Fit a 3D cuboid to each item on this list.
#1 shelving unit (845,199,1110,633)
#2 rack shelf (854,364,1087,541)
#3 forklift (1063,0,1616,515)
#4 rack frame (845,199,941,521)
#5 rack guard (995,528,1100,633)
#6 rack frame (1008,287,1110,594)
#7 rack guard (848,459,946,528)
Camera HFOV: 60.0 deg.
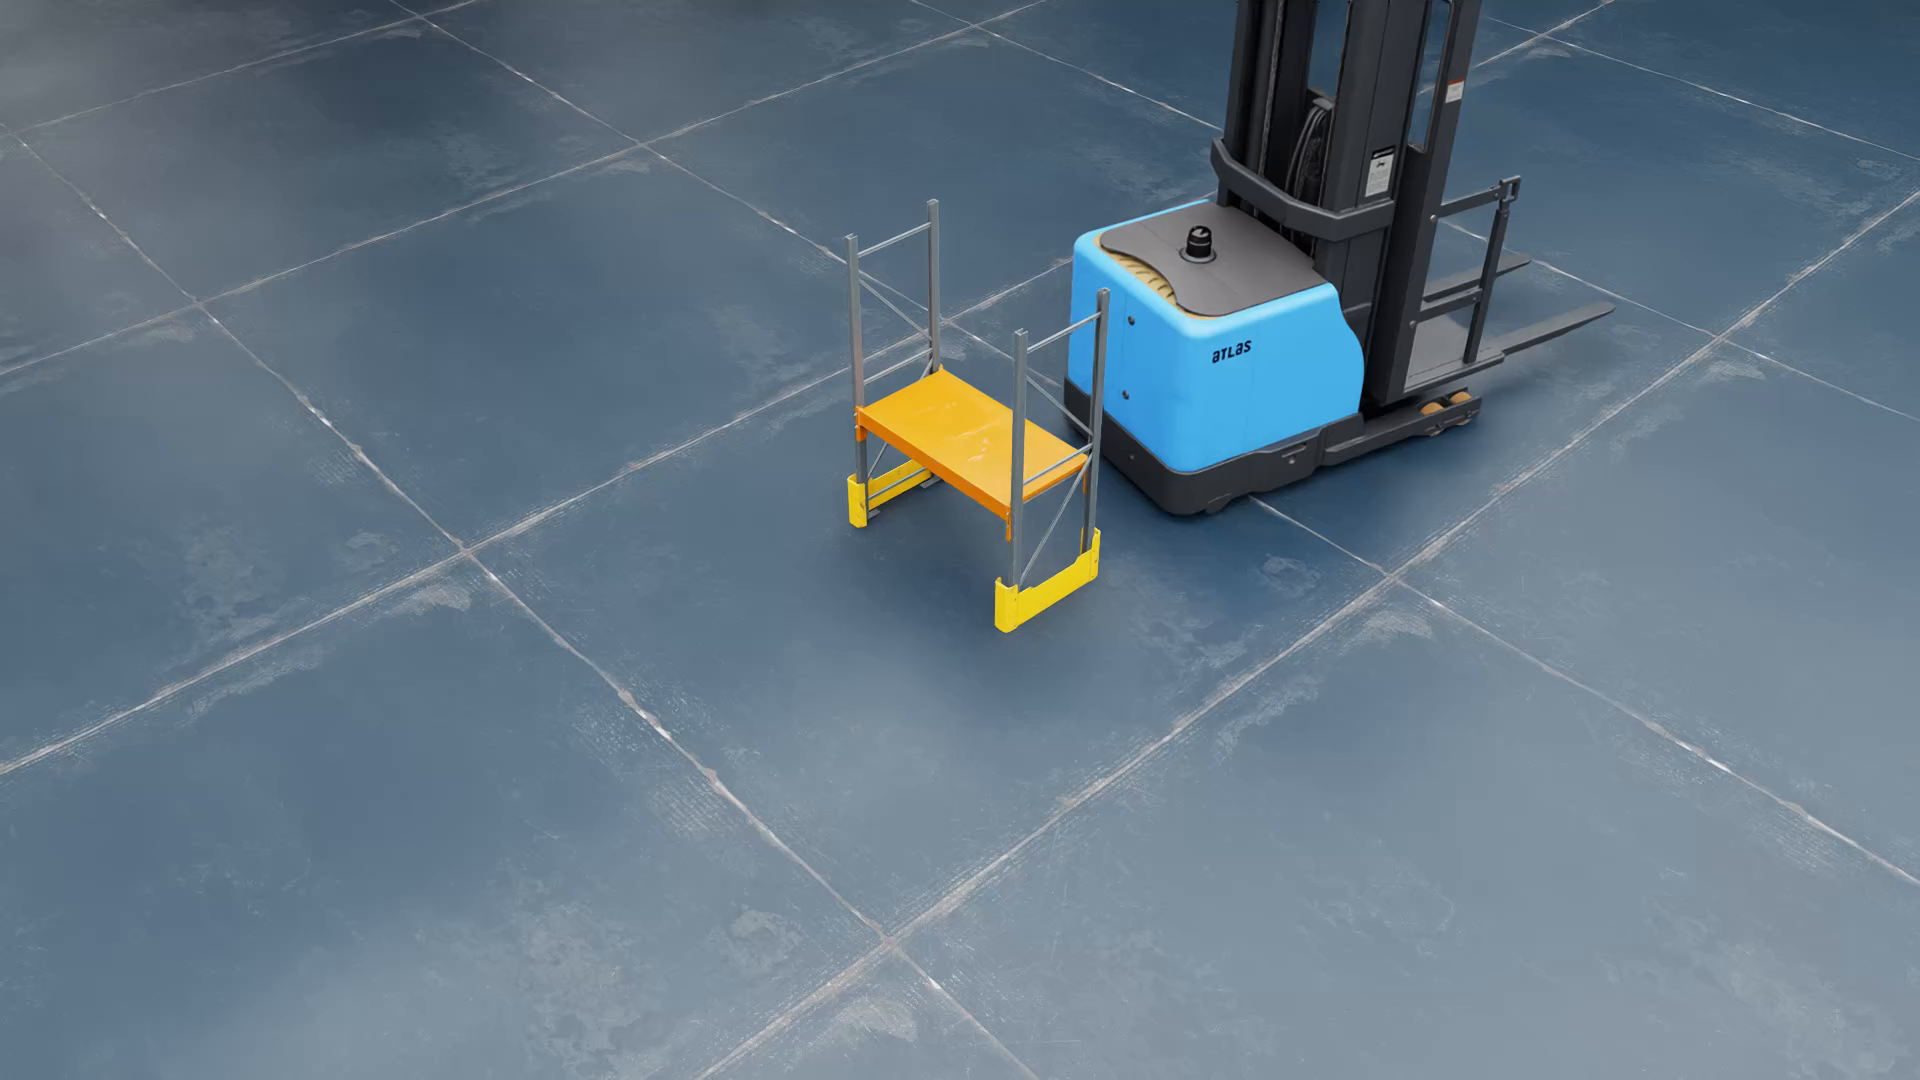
[{"bbox_3d":[0.052,-0.548,7.235,0.587,1.500,1.083,-30,48,-32],"label":"shelving unit"},{"bbox_3d":[0.058,-0.404,7.343,0.538,0.185,1.000,-30,48,-32],"label":"rack shelf"},{"bbox_3d":[2.057,-1.934,7.811,3.031,2.935,1.130,-20,43,-23],"label":"forklift"},{"bbox_3d":[-0.286,-0.779,7.521,0.500,1.500,0.032,-30,48,-32],"label":"rack frame"},{"bbox_3d":[0.388,0.169,7.342,0.587,0.250,0.087,-30,48,-32],"label":"rack guard"},{"bbox_3d":[0.402,-0.309,6.939,0.500,1.500,0.032,-30,48,-32],"label":"rack frame"},{"bbox_3d":[-0.285,-0.292,7.913,0.587,0.250,0.087,-30,48,-32],"label":"rack guard"}]
